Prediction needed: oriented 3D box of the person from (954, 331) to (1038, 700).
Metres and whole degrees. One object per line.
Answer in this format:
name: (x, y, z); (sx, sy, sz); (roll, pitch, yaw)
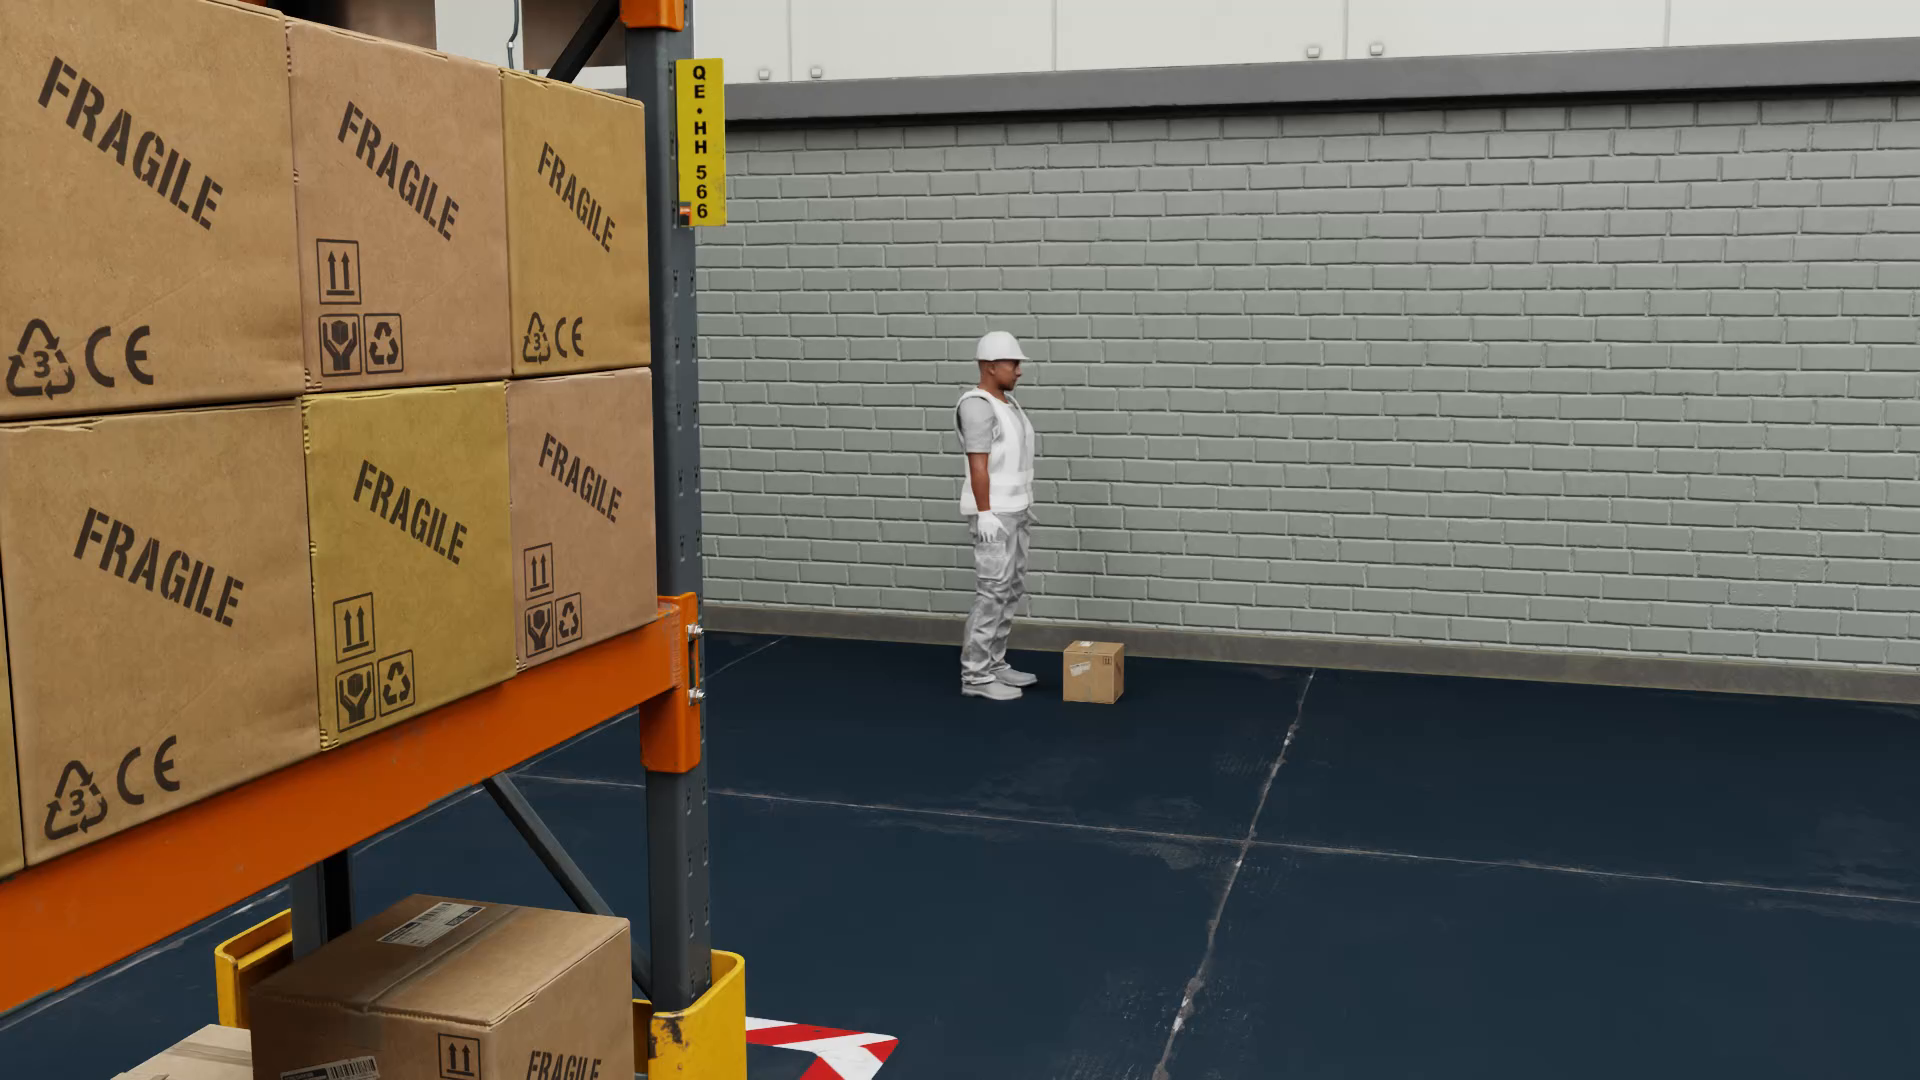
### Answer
person: (0.185, -0.130, 8.196); (0.357, 1.783, 0.547); (3, 9, 17)
